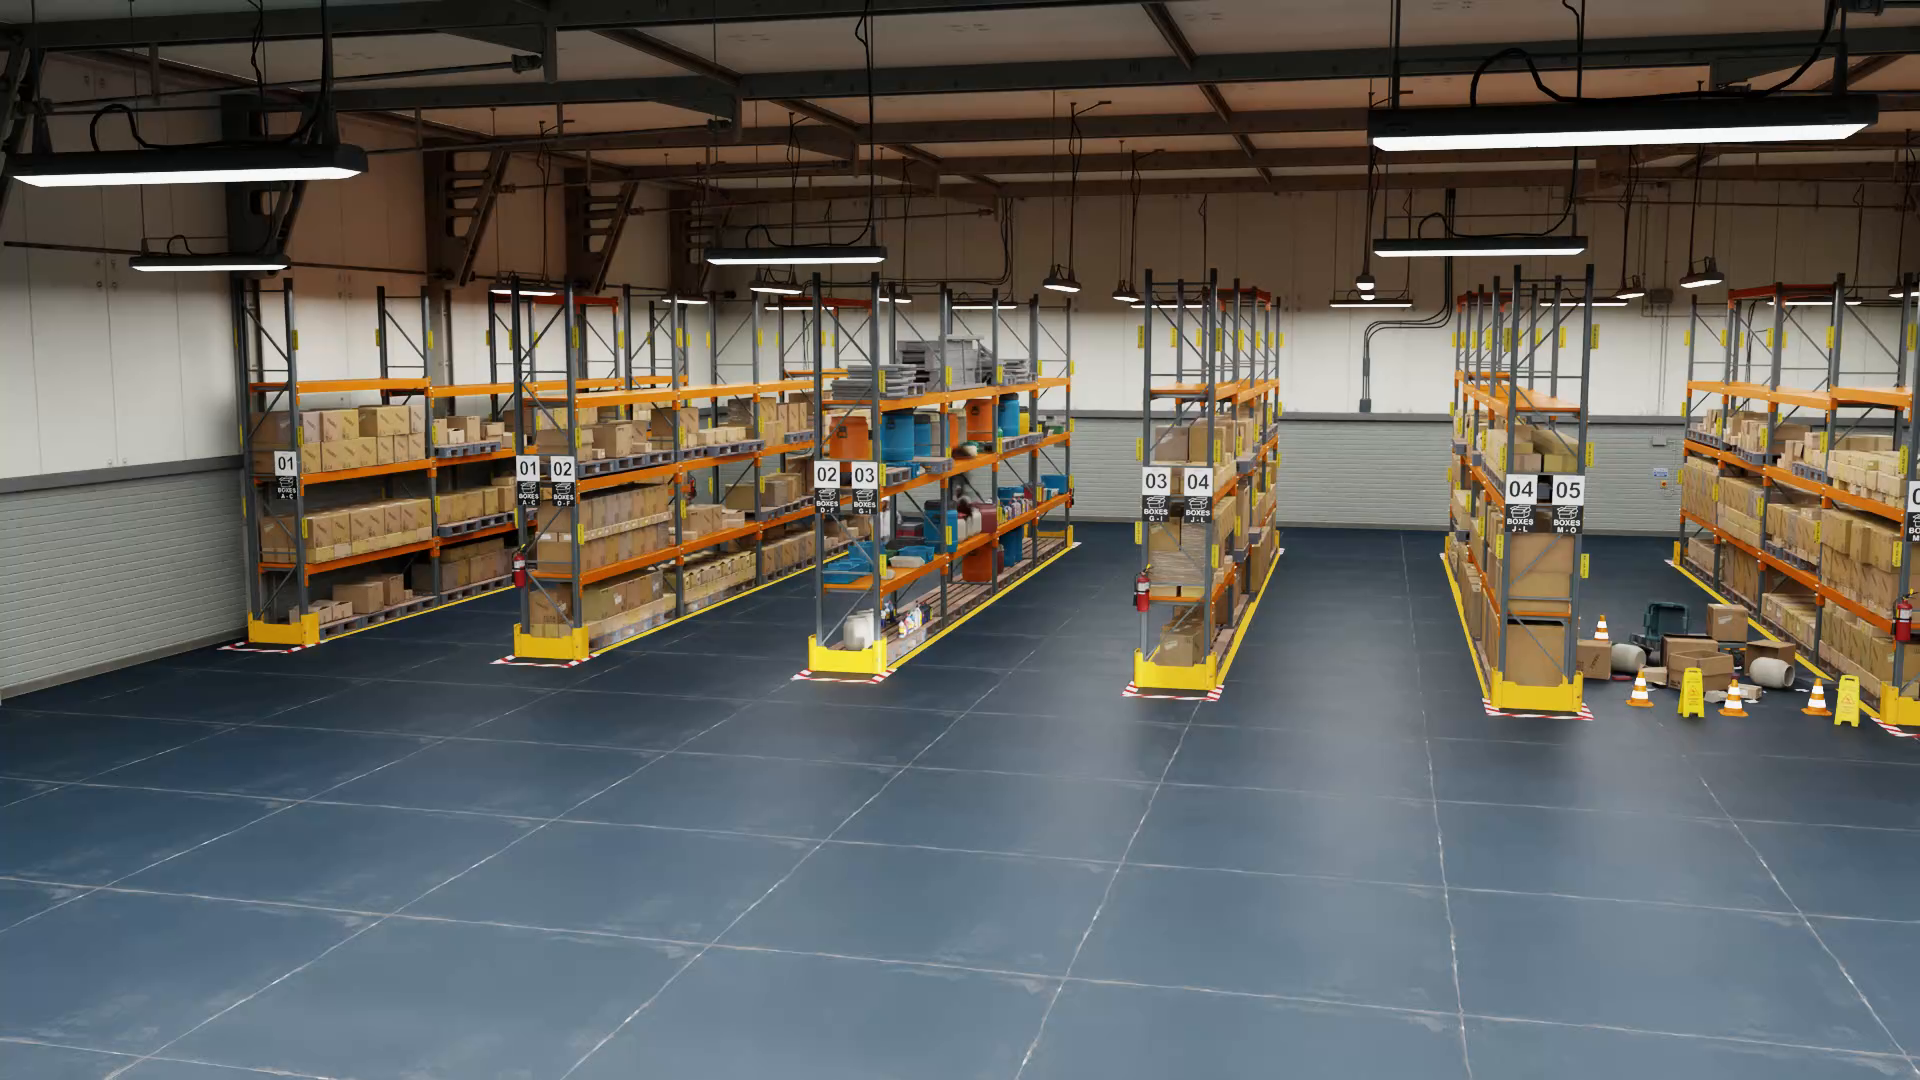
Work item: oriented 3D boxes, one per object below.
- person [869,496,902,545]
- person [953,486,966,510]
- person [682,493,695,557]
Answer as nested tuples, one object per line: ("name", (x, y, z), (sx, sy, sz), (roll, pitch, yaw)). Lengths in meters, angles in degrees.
("person", (-1.586, -0.107, 34.997), (0.613, 1.740, 0.836), (2, 7, 14))
("person", (-0.050, -0.417, 38.464), (0.527, 1.702, 0.720), (2, 7, 15))
("person", (-5.926, -0.363, 36.105), (0.556, 1.343, 0.707), (2, 7, 20))
